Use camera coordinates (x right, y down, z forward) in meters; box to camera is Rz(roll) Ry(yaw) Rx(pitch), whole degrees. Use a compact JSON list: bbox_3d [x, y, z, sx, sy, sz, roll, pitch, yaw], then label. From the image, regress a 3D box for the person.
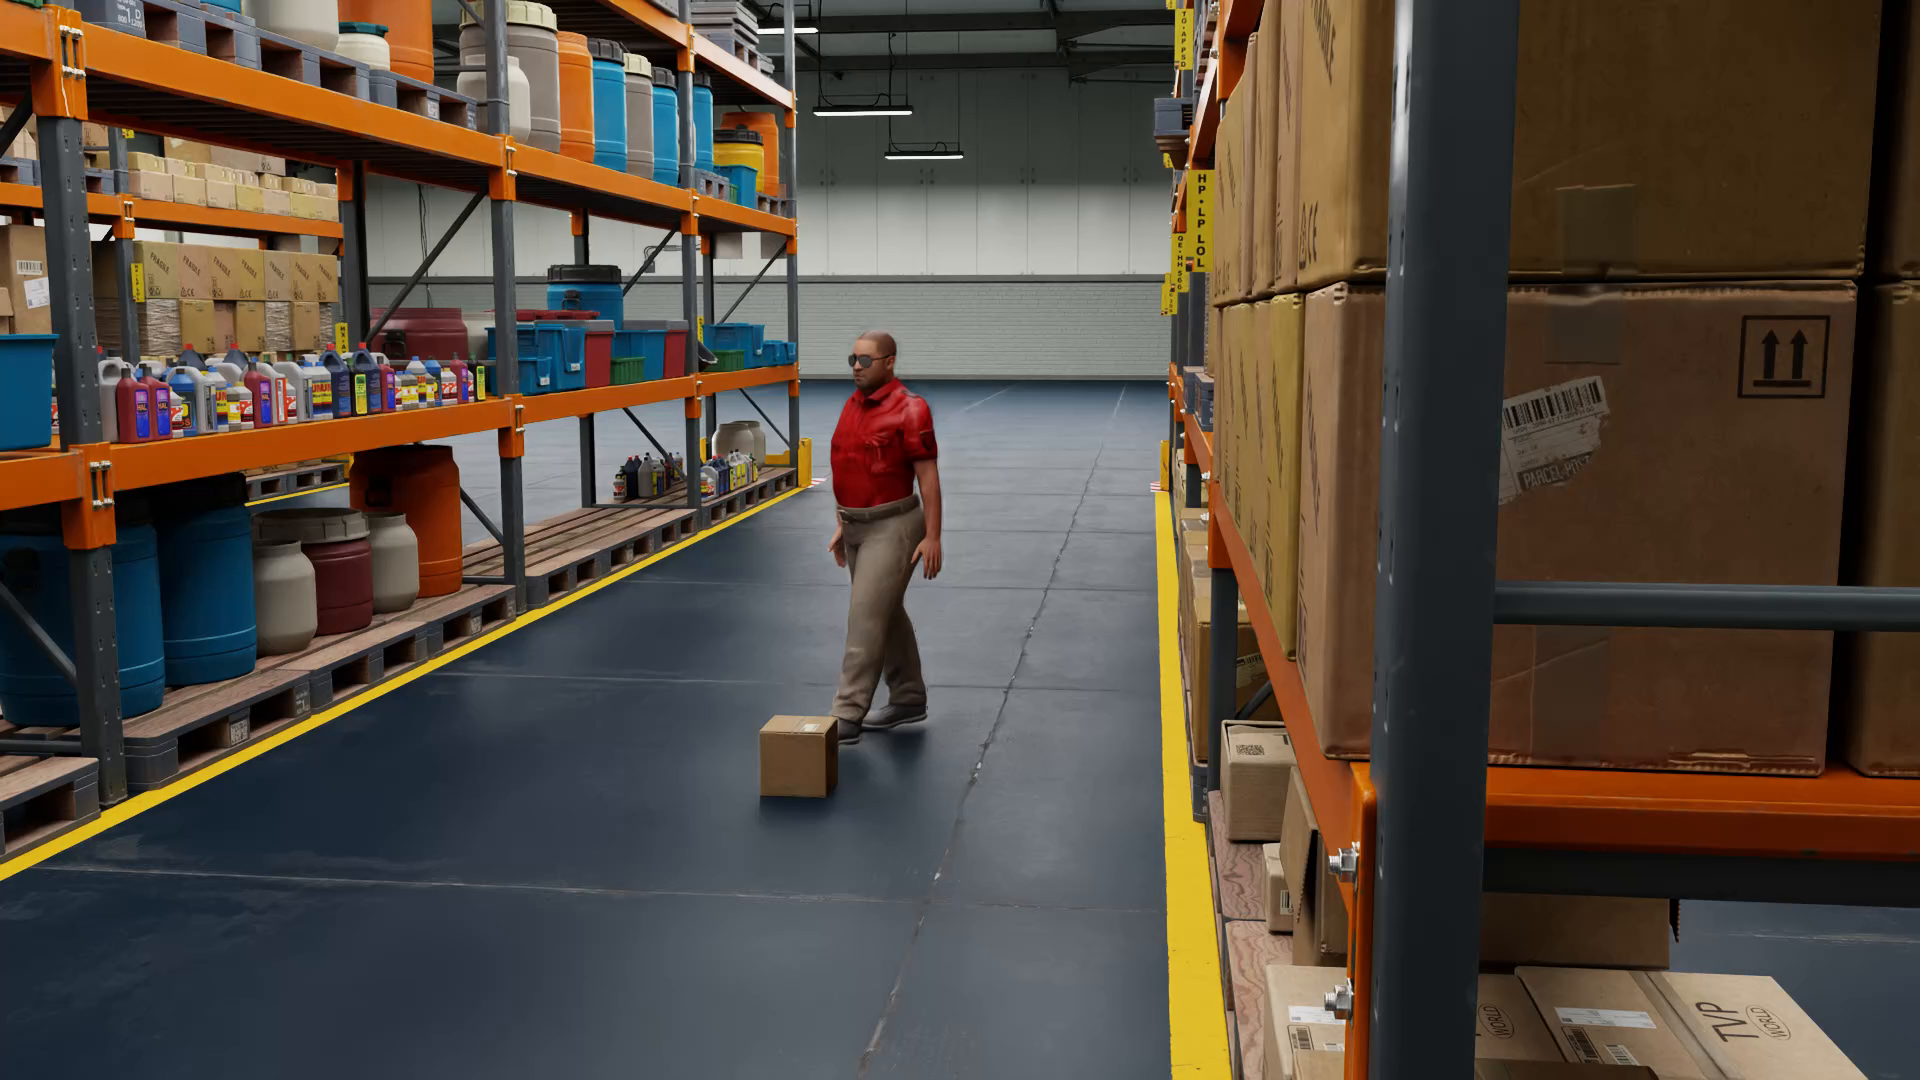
[{"bbox_3d":[-0.440,-0.013,6.932,0.780,1.715,0.584,-5,9,-35],"label":"person"}]
